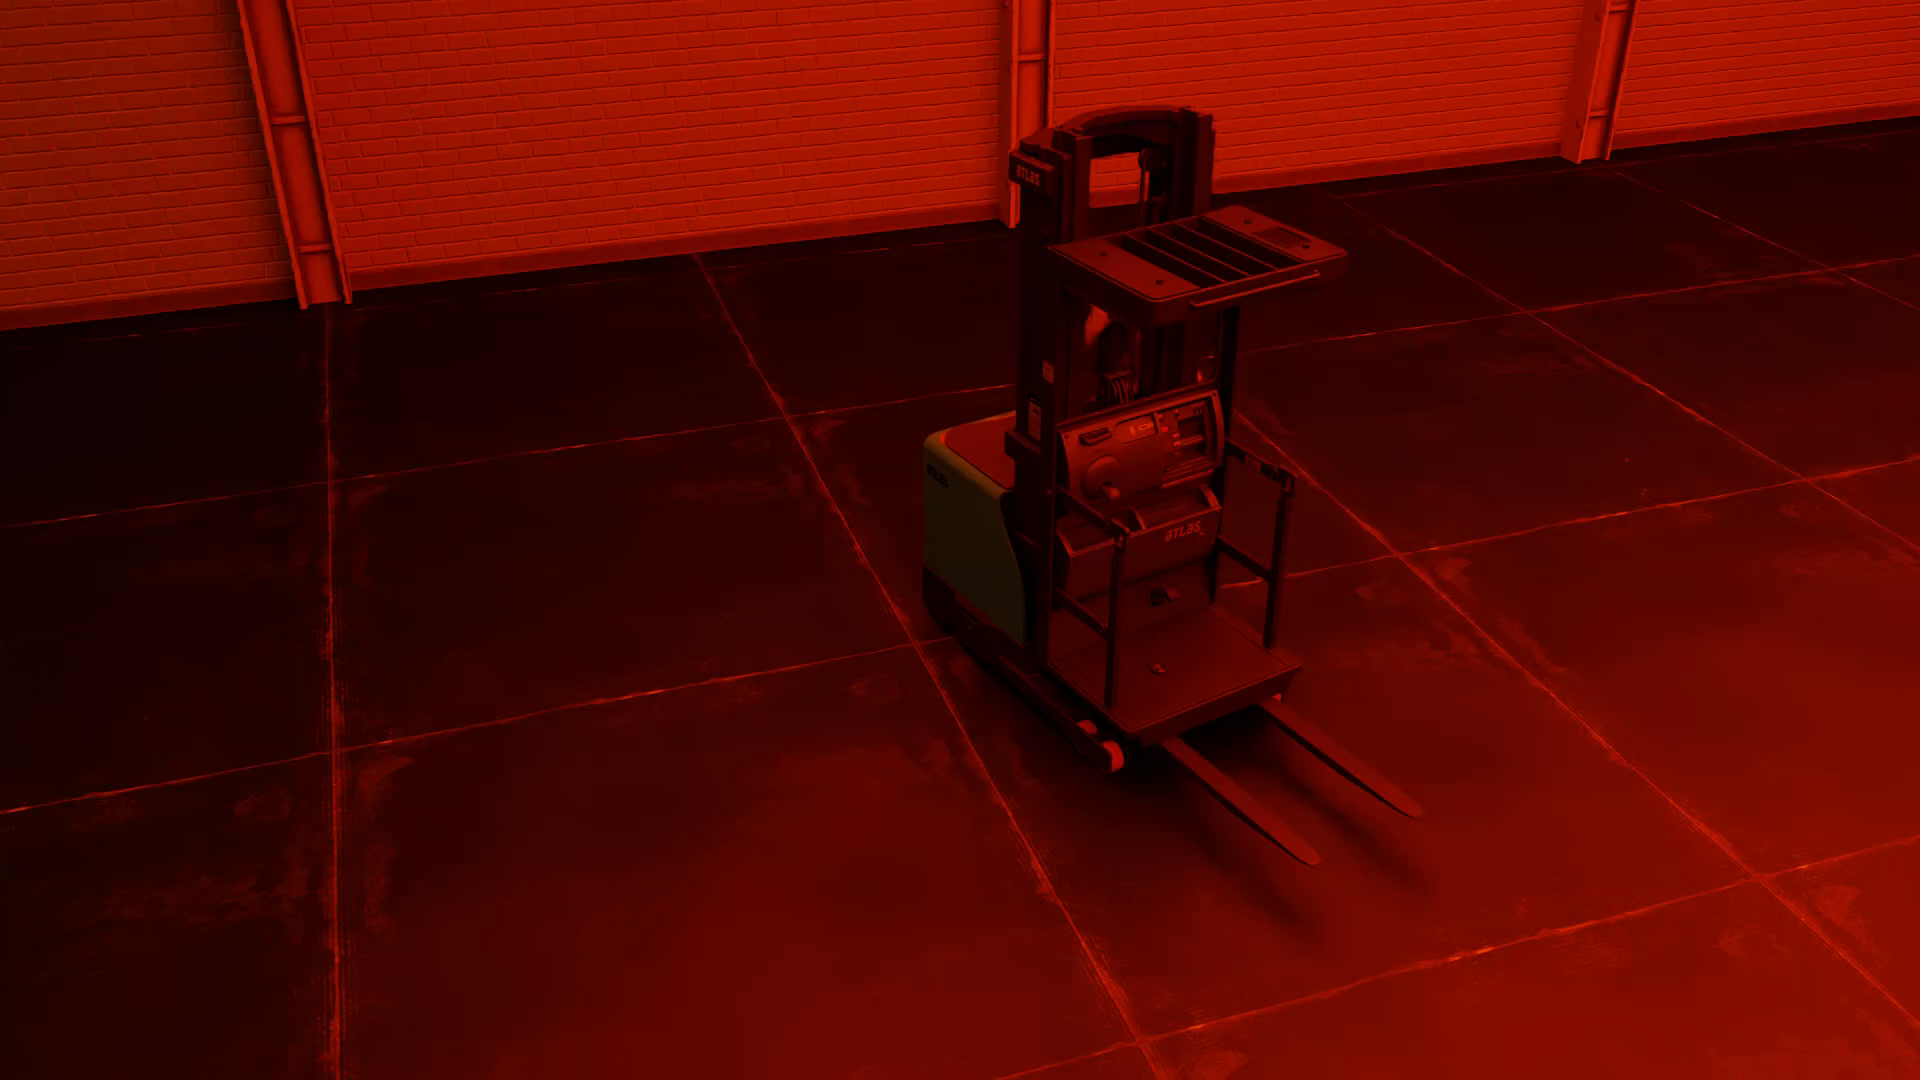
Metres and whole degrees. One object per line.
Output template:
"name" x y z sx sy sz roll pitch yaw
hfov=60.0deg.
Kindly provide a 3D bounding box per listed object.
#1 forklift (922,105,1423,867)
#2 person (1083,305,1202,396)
"forklift" 0.994 -0.405 7.790 1.130 2.935 3.031 -17 34 -27
"person" 1.091 -1.045 10.348 0.891 1.543 0.575 -5 30 -9
